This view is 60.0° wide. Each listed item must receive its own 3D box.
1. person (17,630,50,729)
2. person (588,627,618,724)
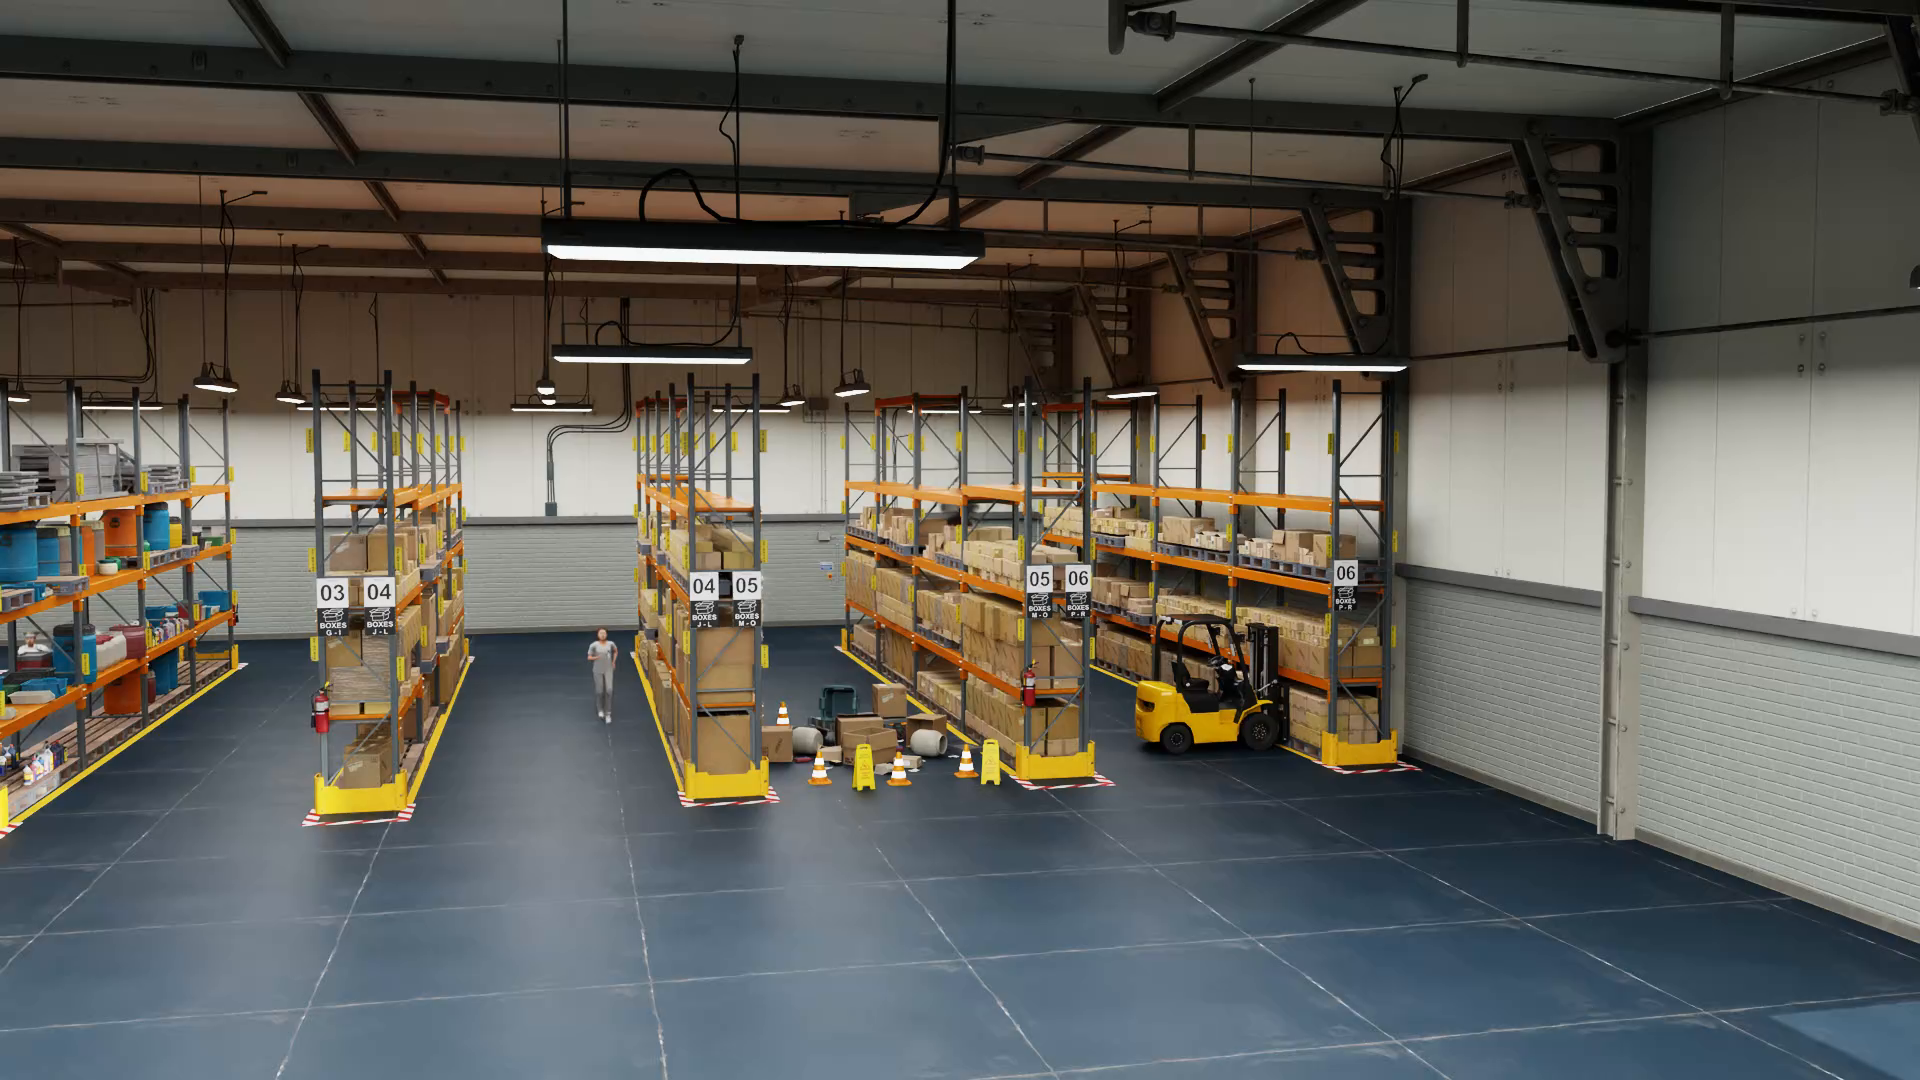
[{"bbox_3d":[-16.491,2.444,29.592,0.562,1.719,0.857,-1,3,-11],"label":"person"},{"bbox_3d":[-6.447,2.422,30.036,0.549,1.714,0.728,-1,3,-15],"label":"person"}]
